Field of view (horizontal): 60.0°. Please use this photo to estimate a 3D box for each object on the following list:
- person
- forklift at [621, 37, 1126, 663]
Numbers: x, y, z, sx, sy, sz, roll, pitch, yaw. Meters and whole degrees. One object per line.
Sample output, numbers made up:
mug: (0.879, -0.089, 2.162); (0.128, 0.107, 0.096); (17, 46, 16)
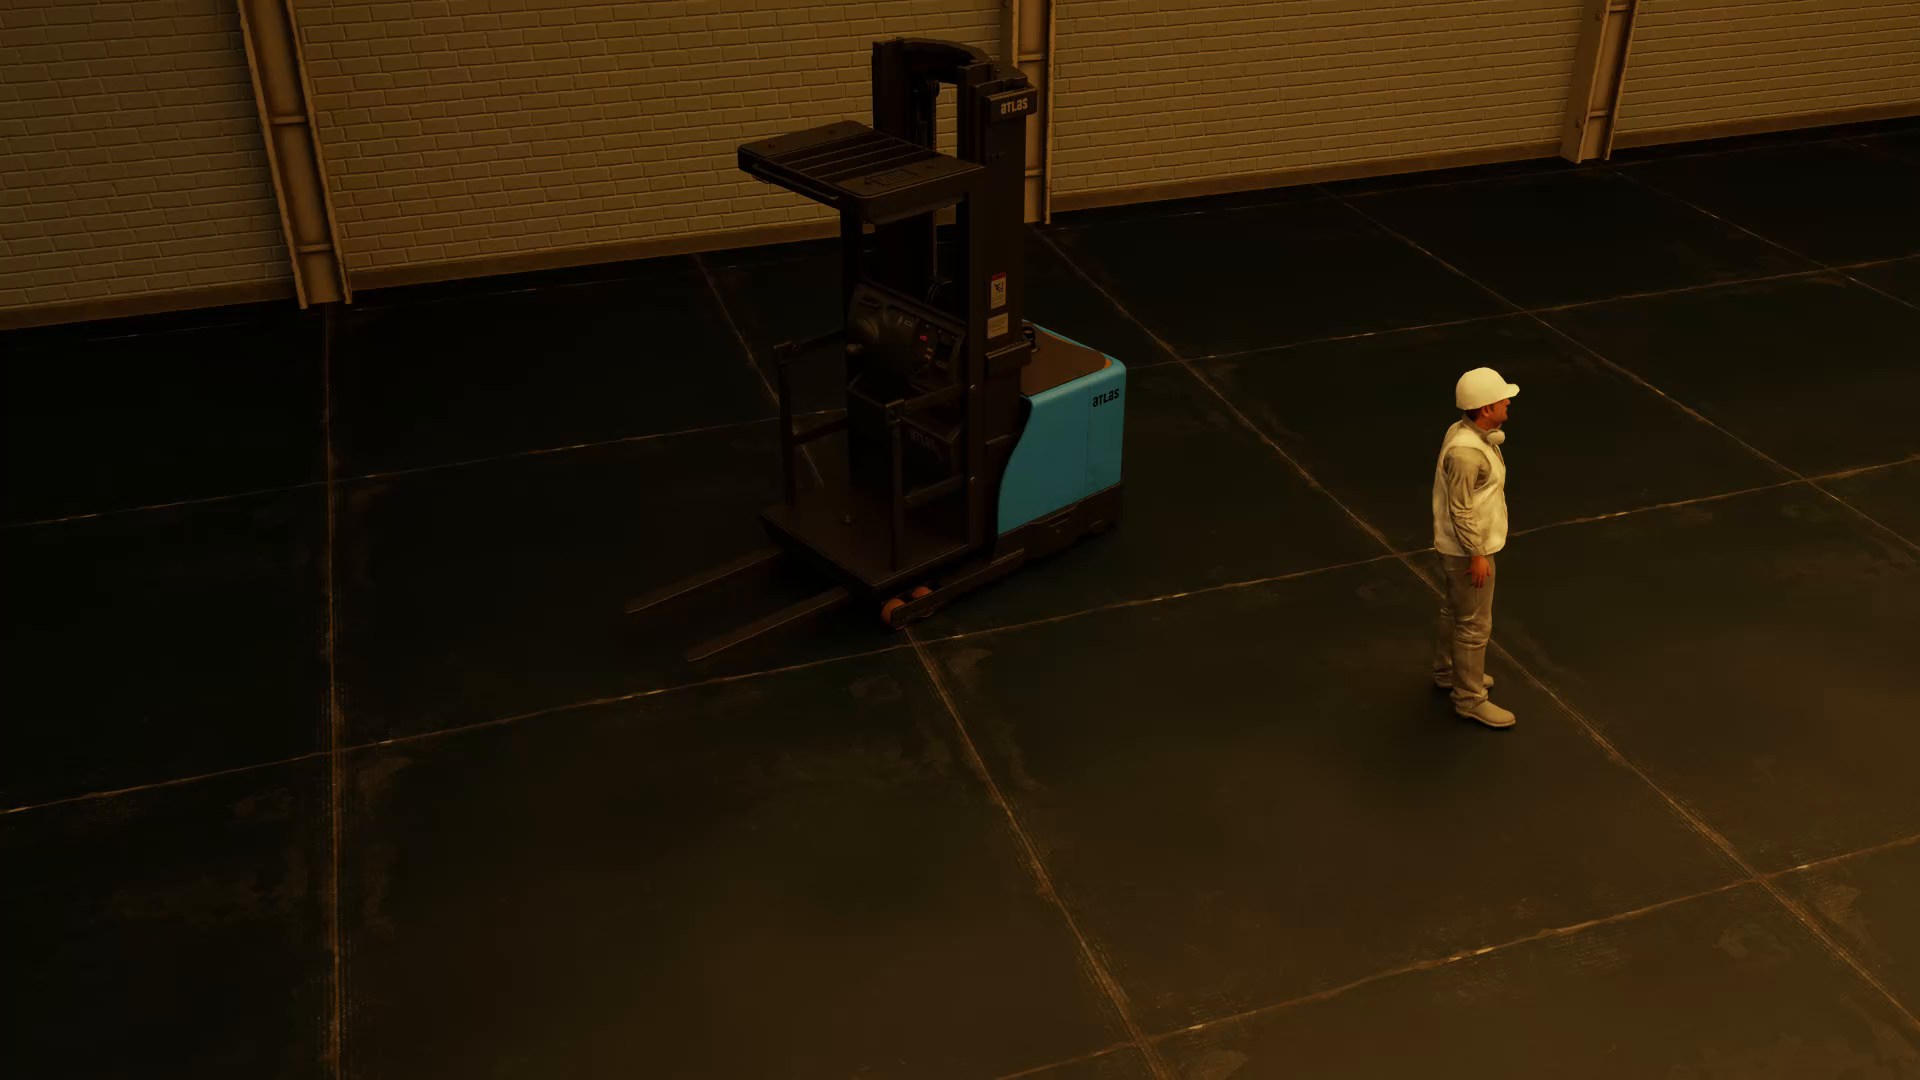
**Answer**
person: (2.596, 0.004, 8.225); (0.567, 1.775, 0.634); (8, 31, 14)
forklift: (-0.461, -1.072, 8.951); (3.031, 2.935, 1.130); (-23, 37, -34)
